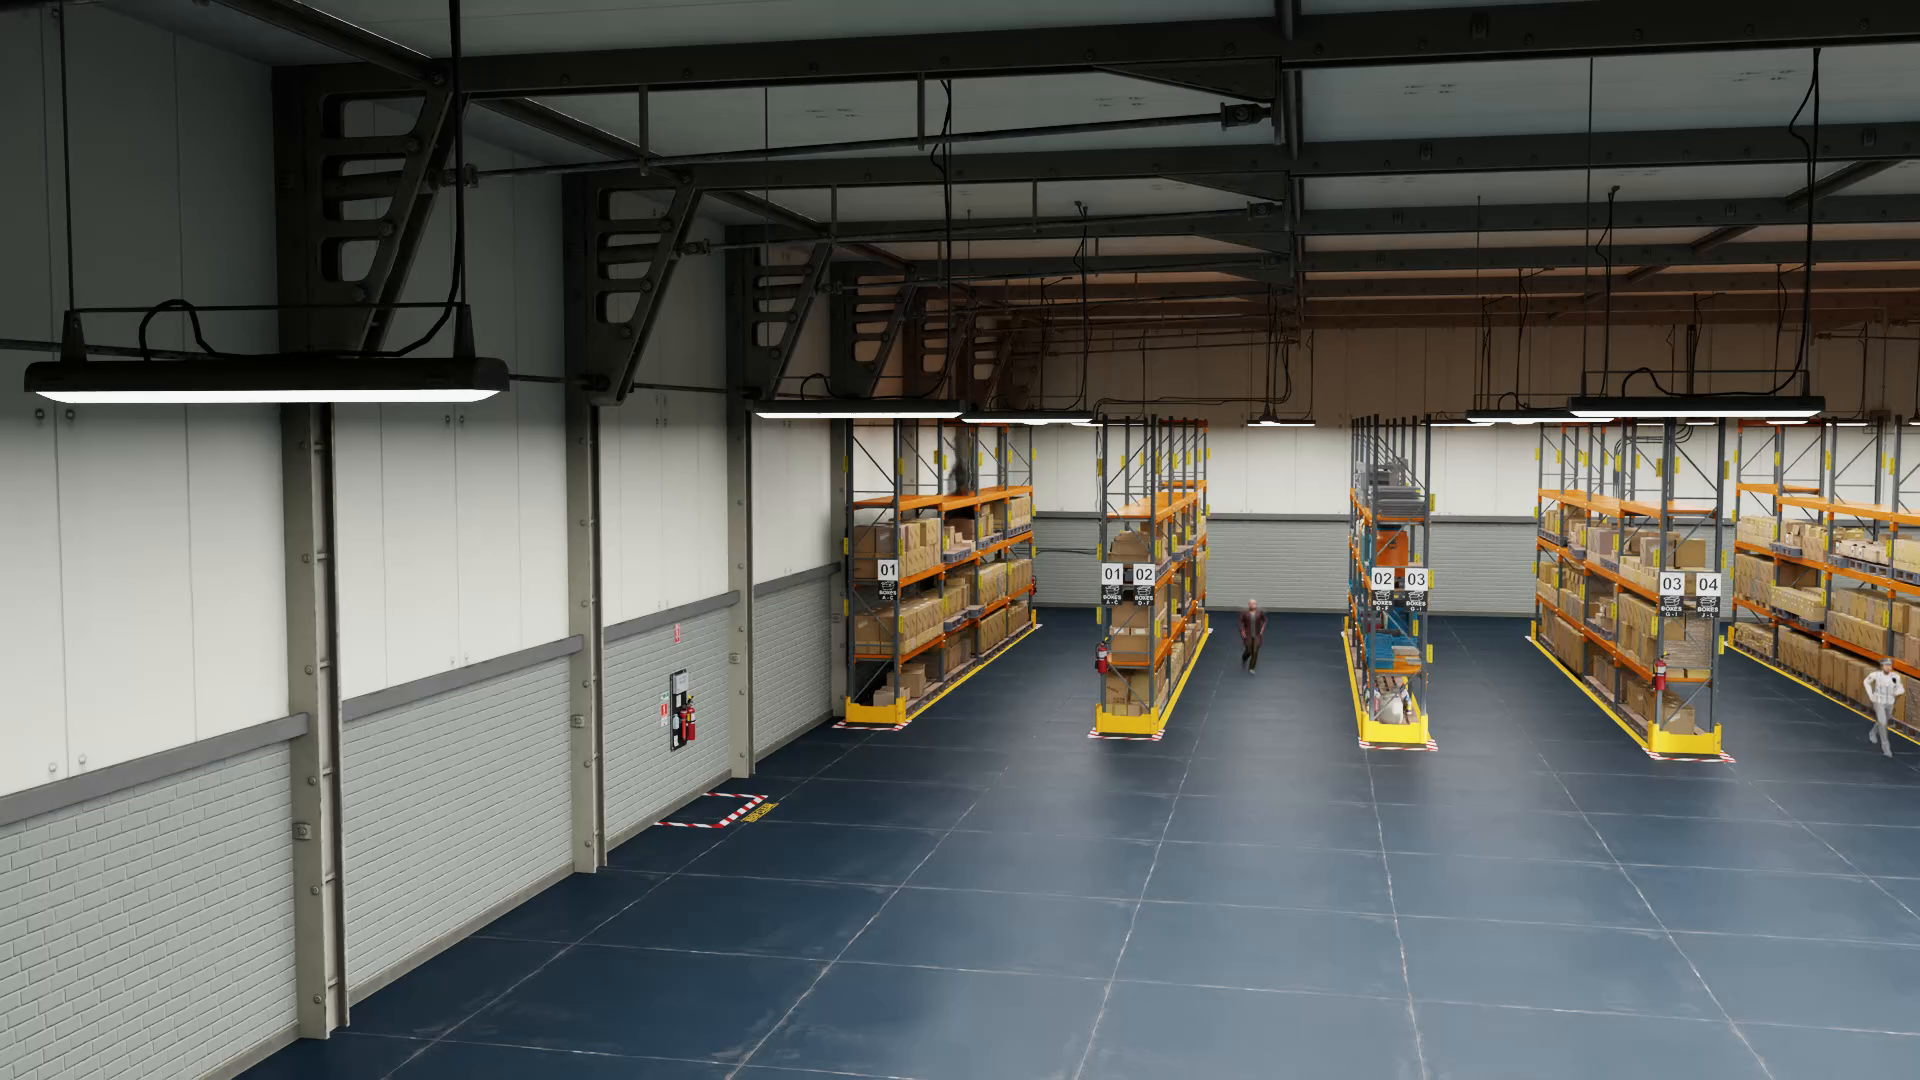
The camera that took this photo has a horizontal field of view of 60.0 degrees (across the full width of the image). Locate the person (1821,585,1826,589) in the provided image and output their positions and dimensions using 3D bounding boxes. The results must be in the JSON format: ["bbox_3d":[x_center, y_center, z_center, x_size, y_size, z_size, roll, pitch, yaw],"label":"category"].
[{"bbox_3d":[22.599,2.002,43.582,0.574,1.678,0.789,0,4,0],"label":"person"}]

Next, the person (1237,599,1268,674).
[{"bbox_3d":[6.874,2.300,39.038,0.704,1.671,0.686,0,4,4],"label":"person"}]

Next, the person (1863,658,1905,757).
[{"bbox_3d":[16.393,2.931,29.506,0.567,1.747,0.985,0,4,4],"label":"person"}]
